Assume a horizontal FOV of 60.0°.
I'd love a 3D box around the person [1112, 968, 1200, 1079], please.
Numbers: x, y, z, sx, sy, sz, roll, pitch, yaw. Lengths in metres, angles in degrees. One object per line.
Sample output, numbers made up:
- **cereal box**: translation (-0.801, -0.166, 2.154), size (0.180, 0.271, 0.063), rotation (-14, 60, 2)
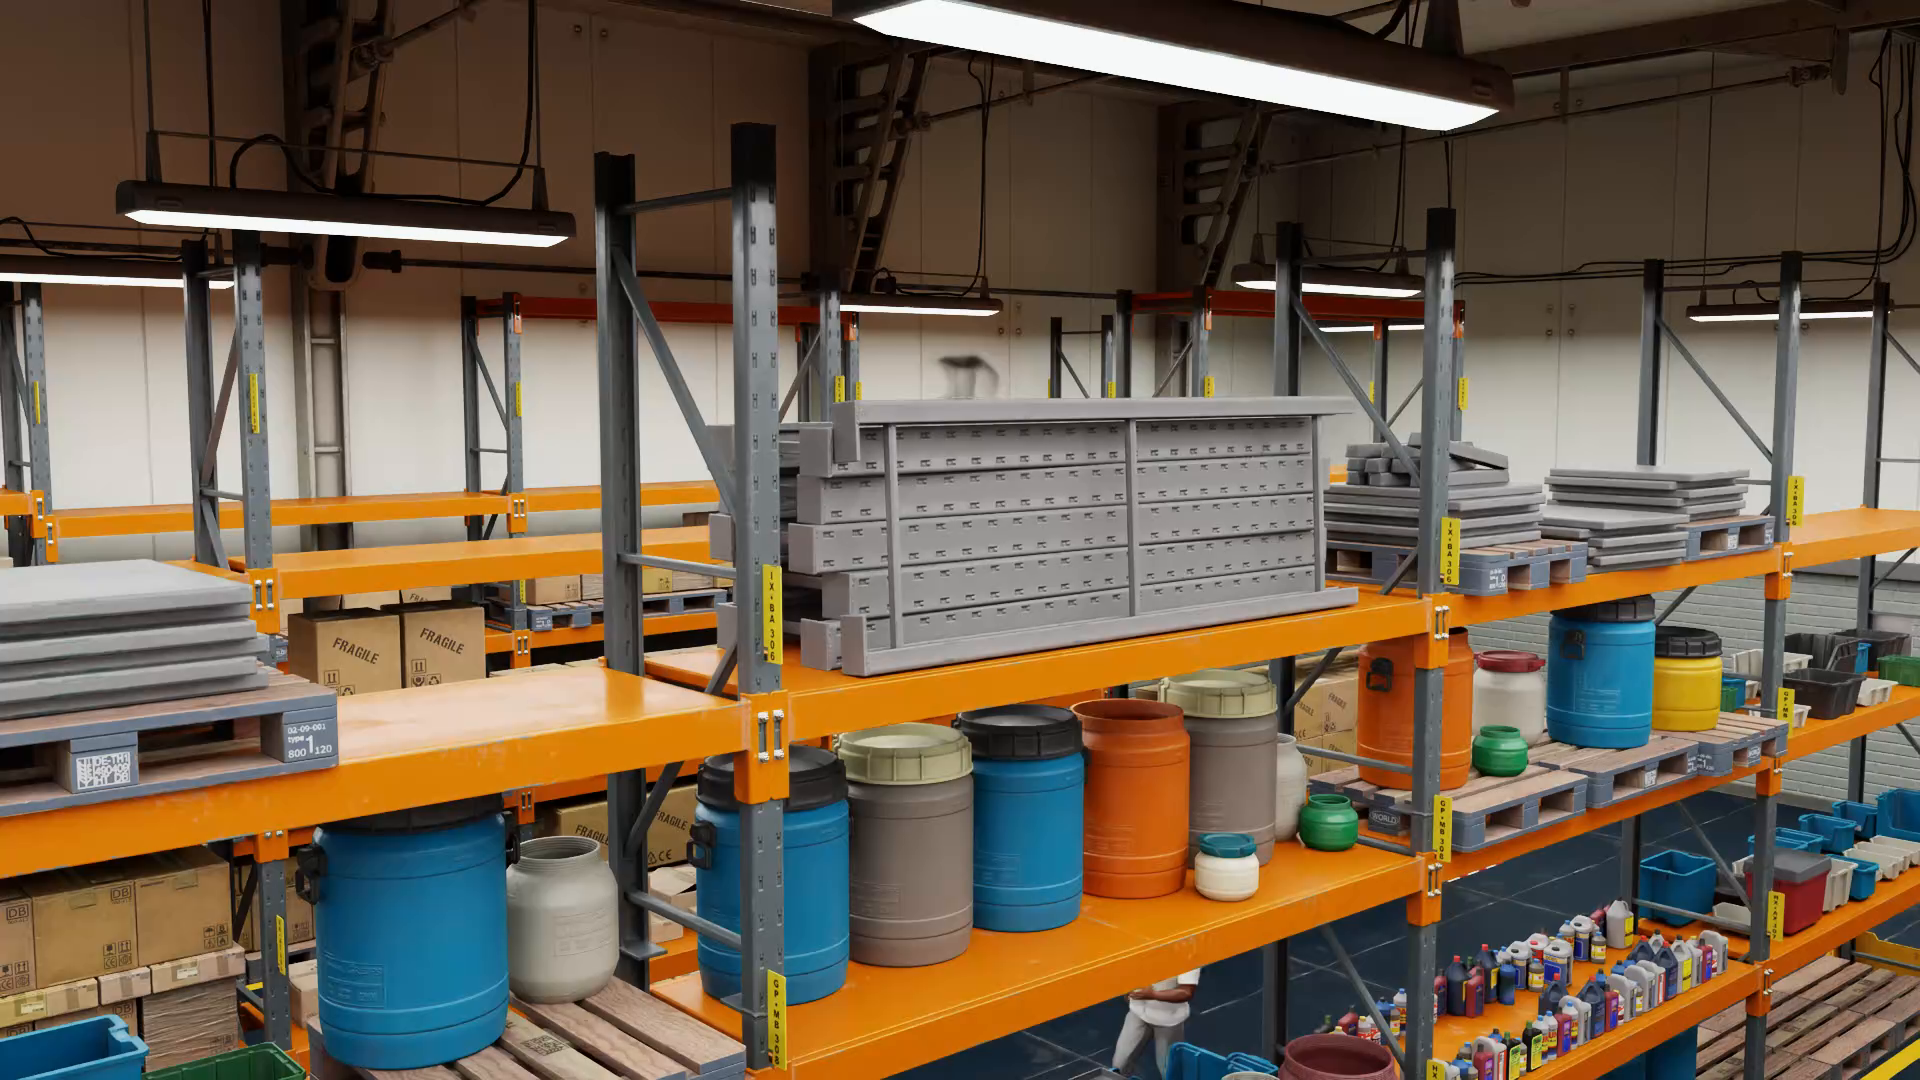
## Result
- **person**: translation (1.320, 3.232, 11.221), size (0.726, 1.794, 0.673), rotation (-5, 8, -44)
